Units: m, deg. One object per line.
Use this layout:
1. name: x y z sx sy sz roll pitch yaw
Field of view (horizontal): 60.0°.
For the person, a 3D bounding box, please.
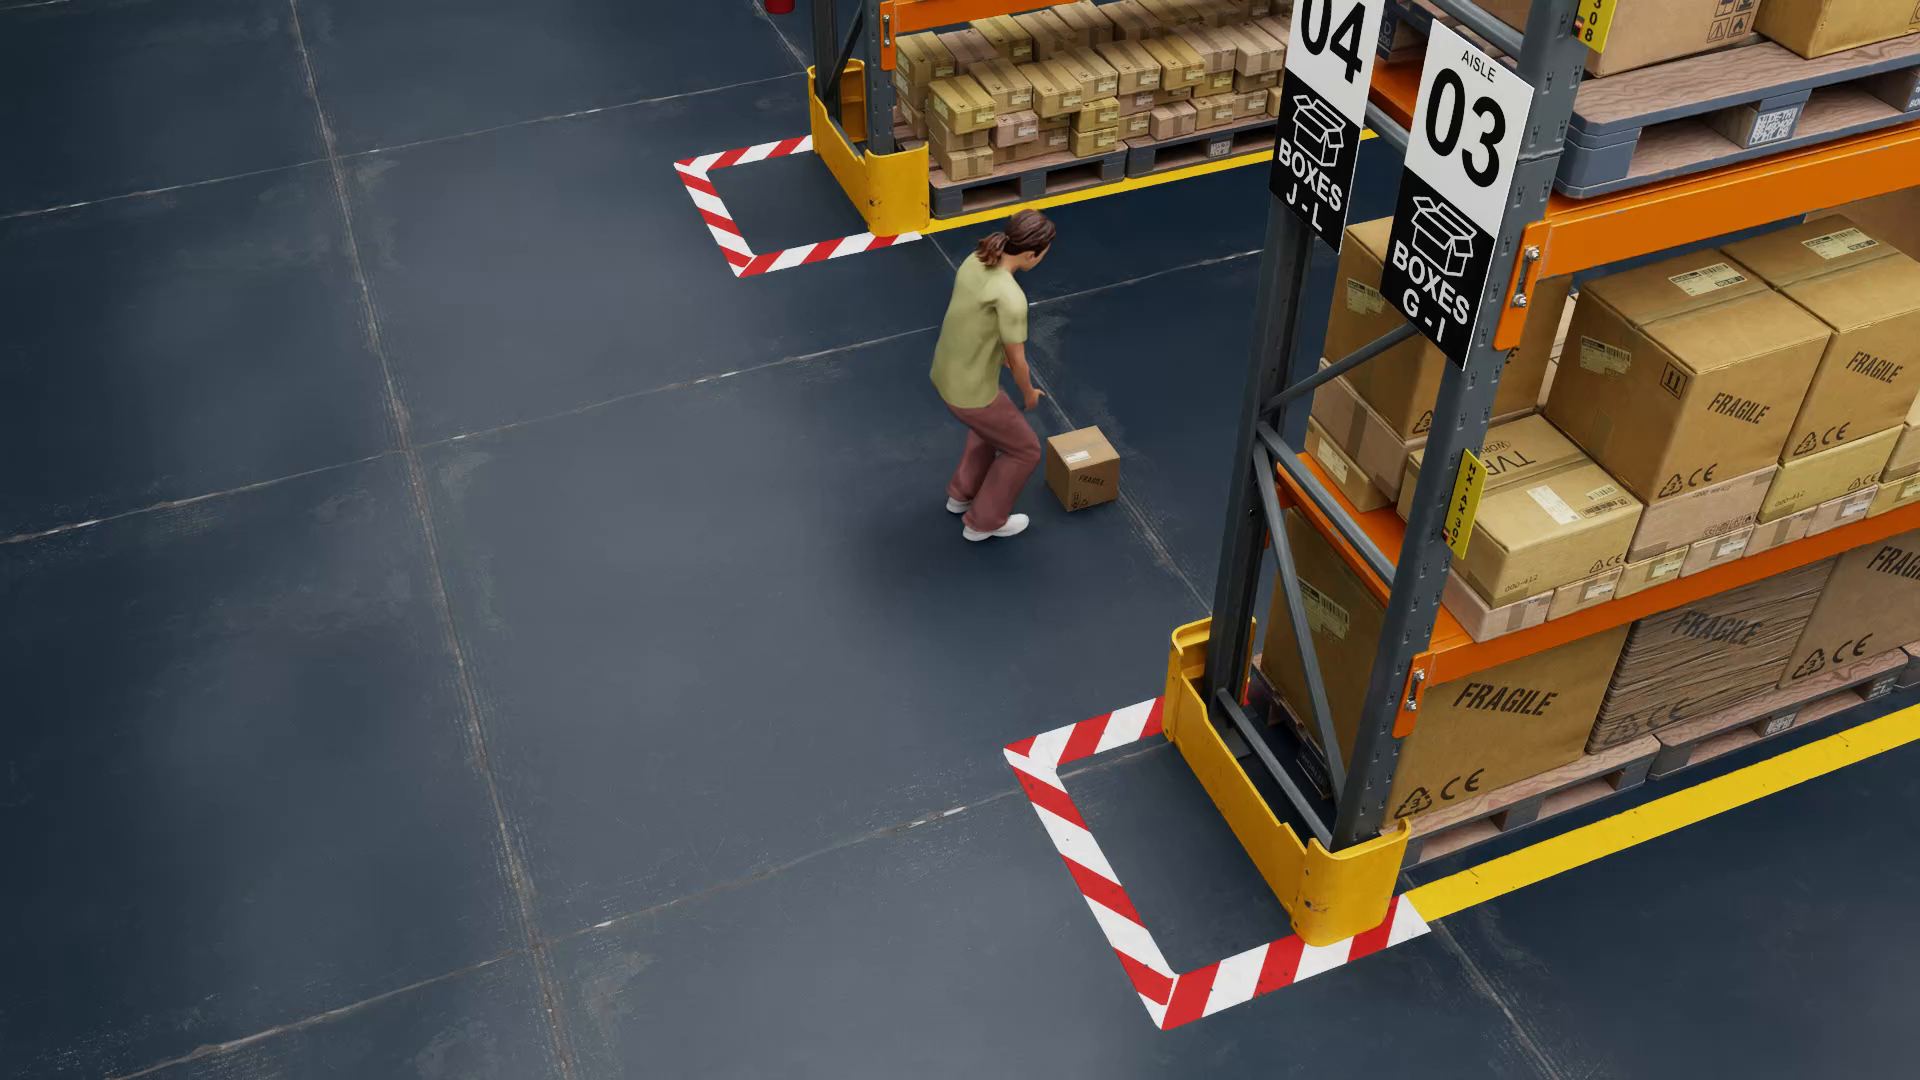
1. person: 0.134 -0.698 7.065 0.533 1.515 0.498 -15 44 -16
